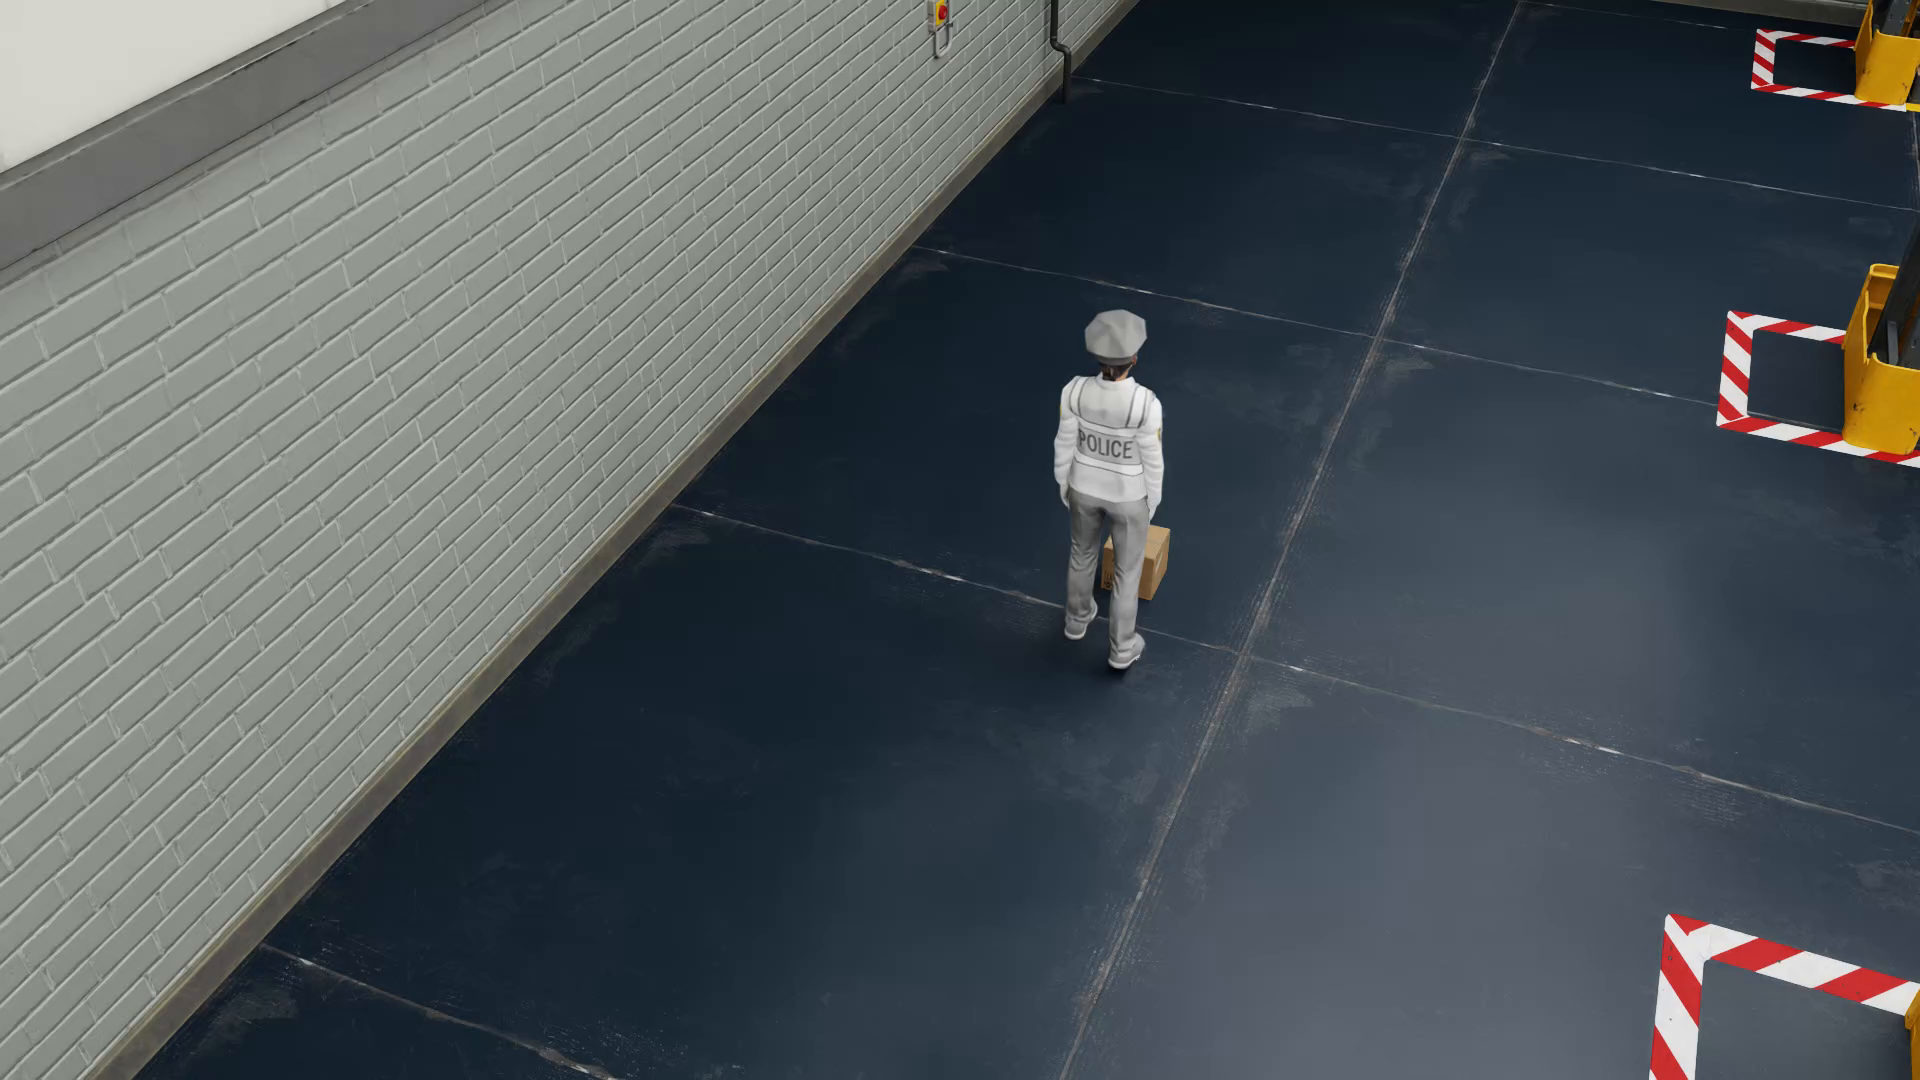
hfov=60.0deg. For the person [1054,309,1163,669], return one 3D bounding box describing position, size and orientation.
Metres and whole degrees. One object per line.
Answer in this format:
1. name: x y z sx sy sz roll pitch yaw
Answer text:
1. person: 0.636 -0.212 7.095 0.472 1.707 0.409 15 40 19
